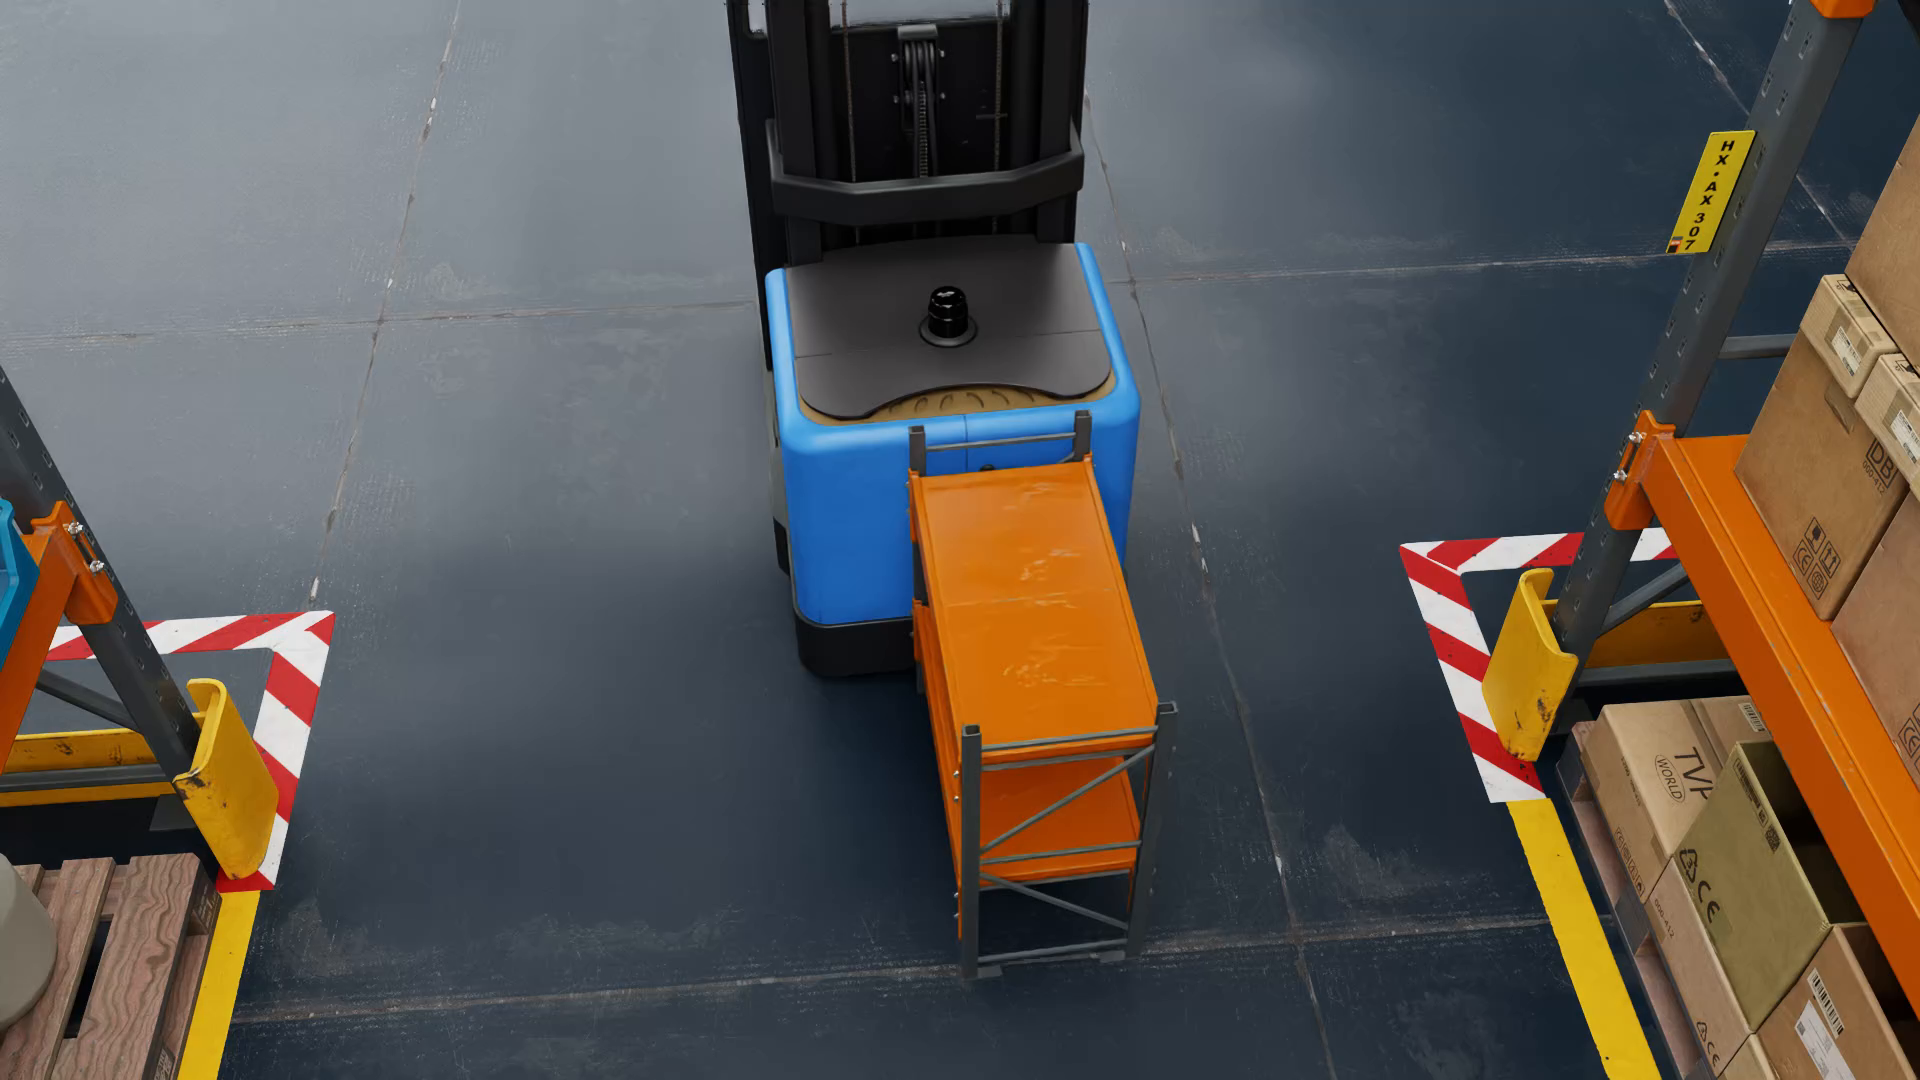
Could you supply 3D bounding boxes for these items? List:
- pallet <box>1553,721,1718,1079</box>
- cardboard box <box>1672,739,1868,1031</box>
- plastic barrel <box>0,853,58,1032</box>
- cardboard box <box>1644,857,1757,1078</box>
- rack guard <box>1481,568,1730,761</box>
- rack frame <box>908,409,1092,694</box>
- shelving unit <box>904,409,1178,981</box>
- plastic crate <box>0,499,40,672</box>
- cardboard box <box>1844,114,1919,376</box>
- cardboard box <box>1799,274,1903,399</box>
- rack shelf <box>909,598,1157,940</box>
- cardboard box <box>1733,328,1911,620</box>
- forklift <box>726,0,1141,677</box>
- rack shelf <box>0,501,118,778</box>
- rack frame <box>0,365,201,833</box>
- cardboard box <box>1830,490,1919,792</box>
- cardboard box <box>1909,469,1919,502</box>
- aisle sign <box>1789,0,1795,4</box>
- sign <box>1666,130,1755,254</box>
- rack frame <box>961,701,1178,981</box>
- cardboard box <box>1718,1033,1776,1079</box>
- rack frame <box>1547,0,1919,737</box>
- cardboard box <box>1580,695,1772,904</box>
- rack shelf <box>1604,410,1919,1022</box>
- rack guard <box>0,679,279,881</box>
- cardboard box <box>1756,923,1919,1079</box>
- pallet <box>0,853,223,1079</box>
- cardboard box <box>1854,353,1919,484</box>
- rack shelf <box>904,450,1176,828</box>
[{"bbox_3d":[2.362,1.019,4.639,1.003,0.211,1.213,-3,47,-3],"label":"pallet"},{"bbox_3d":[2.123,0.816,3.999,0.500,0.500,0.500,-3,47,-3],"label":"cardboard box"},{"bbox_3d":[-2.549,0.990,4.170,0.421,0.512,0.421,0,47,0],"label":"plastic barrel"},{"bbox_3d":[2.125,1.074,4.272,0.500,0.250,0.500,-3,47,-3],"label":"cardboard box"},{"bbox_3d":[2.254,0.352,5.073,1.175,0.500,0.348,-3,47,-3],"label":"rack guard"},{"bbox_3d":[0.110,0.065,4.913,0.500,1.125,0.032,-6,47,-6],"label":"rack frame"},{"bbox_3d":[0.181,0.431,4.567,0.538,1.125,1.048,-6,47,-6],"label":"shelving unit"},{"bbox_3d":[-2.340,0.203,3.594,0.499,0.251,0.616,-3,47,-3],"label":"plastic crate"},{"bbox_3d":[2.287,-0.594,3.284,0.700,0.500,0.500,-3,47,-3],"label":"cardboard box"},{"bbox_3d":[2.074,-0.451,3.595,0.380,0.149,0.250,-4,47,-4],"label":"cardboard box"},{"bbox_3d":[0.181,0.599,4.745,0.538,0.278,1.000,-6,47,-6],"label":"rack shelf"},{"bbox_3d":[2.282,-0.186,3.792,0.700,0.500,0.500,-3,47,-3],"label":"cardboard box"},{"bbox_3d":[-0.190,-1.658,5.302,1.130,2.935,3.031,-6,47,-6],"label":"forklift"},{"bbox_3d":[-2.513,1.502,2.757,1.077,0.370,4.000,-3,47,-3],"label":"rack shelf"},{"bbox_3d":[-2.680,-0.192,3.866,1.000,3.000,0.127,-3,47,-3],"label":"rack frame"},{"bbox_3d":[2.331,0.193,3.432,0.700,0.500,0.500,-2,47,-2],"label":"cardboard box"},{"bbox_3d":[2.118,-0.080,3.244,0.380,0.149,0.250,-3,47,-3],"label":"cardboard box"},{"bbox_3d":[1.945,-1.413,3.232,0.394,0.787,0.004,-3,47,-3],"label":"aisle sign"},{"bbox_3d":[1.702,-0.786,3.778,0.100,0.325,0.005,-3,47,-3],"label":"sign"},{"bbox_3d":[0.253,0.796,4.221,0.500,1.125,0.032,-6,47,-6],"label":"rack frame"},{"bbox_3d":[2.166,1.435,3.929,0.500,0.250,0.500,-3,47,-3],"label":"cardboard box"},{"bbox_3d":[2.256,-0.490,4.149,1.000,3.000,0.127,-3,47,-3],"label":"rack frame"},{"bbox_3d":[2.079,0.712,4.614,0.500,0.250,0.500,-3,47,-3],"label":"cardboard box"},{"bbox_3d":[2.423,1.204,3.039,1.077,0.370,4.000,-3,47,-3],"label":"rack shelf"},{"bbox_3d":[-2.627,0.720,4.724,1.175,0.500,0.348,-3,47,-3],"label":"rack guard"},{"bbox_3d":[2.178,1.177,3.658,0.500,0.500,0.500,-3,47,-3],"label":"cardboard box"},{"bbox_3d":[-2.565,1.407,4.272,1.003,0.211,1.213,-3,47,-3],"label":"pallet"},{"bbox_3d":[2.099,-0.260,3.415,0.380,0.149,0.250,-5,47,-4],"label":"cardboard box"},{"bbox_3d":[0.181,0.230,4.355,0.538,0.278,1.000,-6,47,-6],"label":"rack shelf"}]
